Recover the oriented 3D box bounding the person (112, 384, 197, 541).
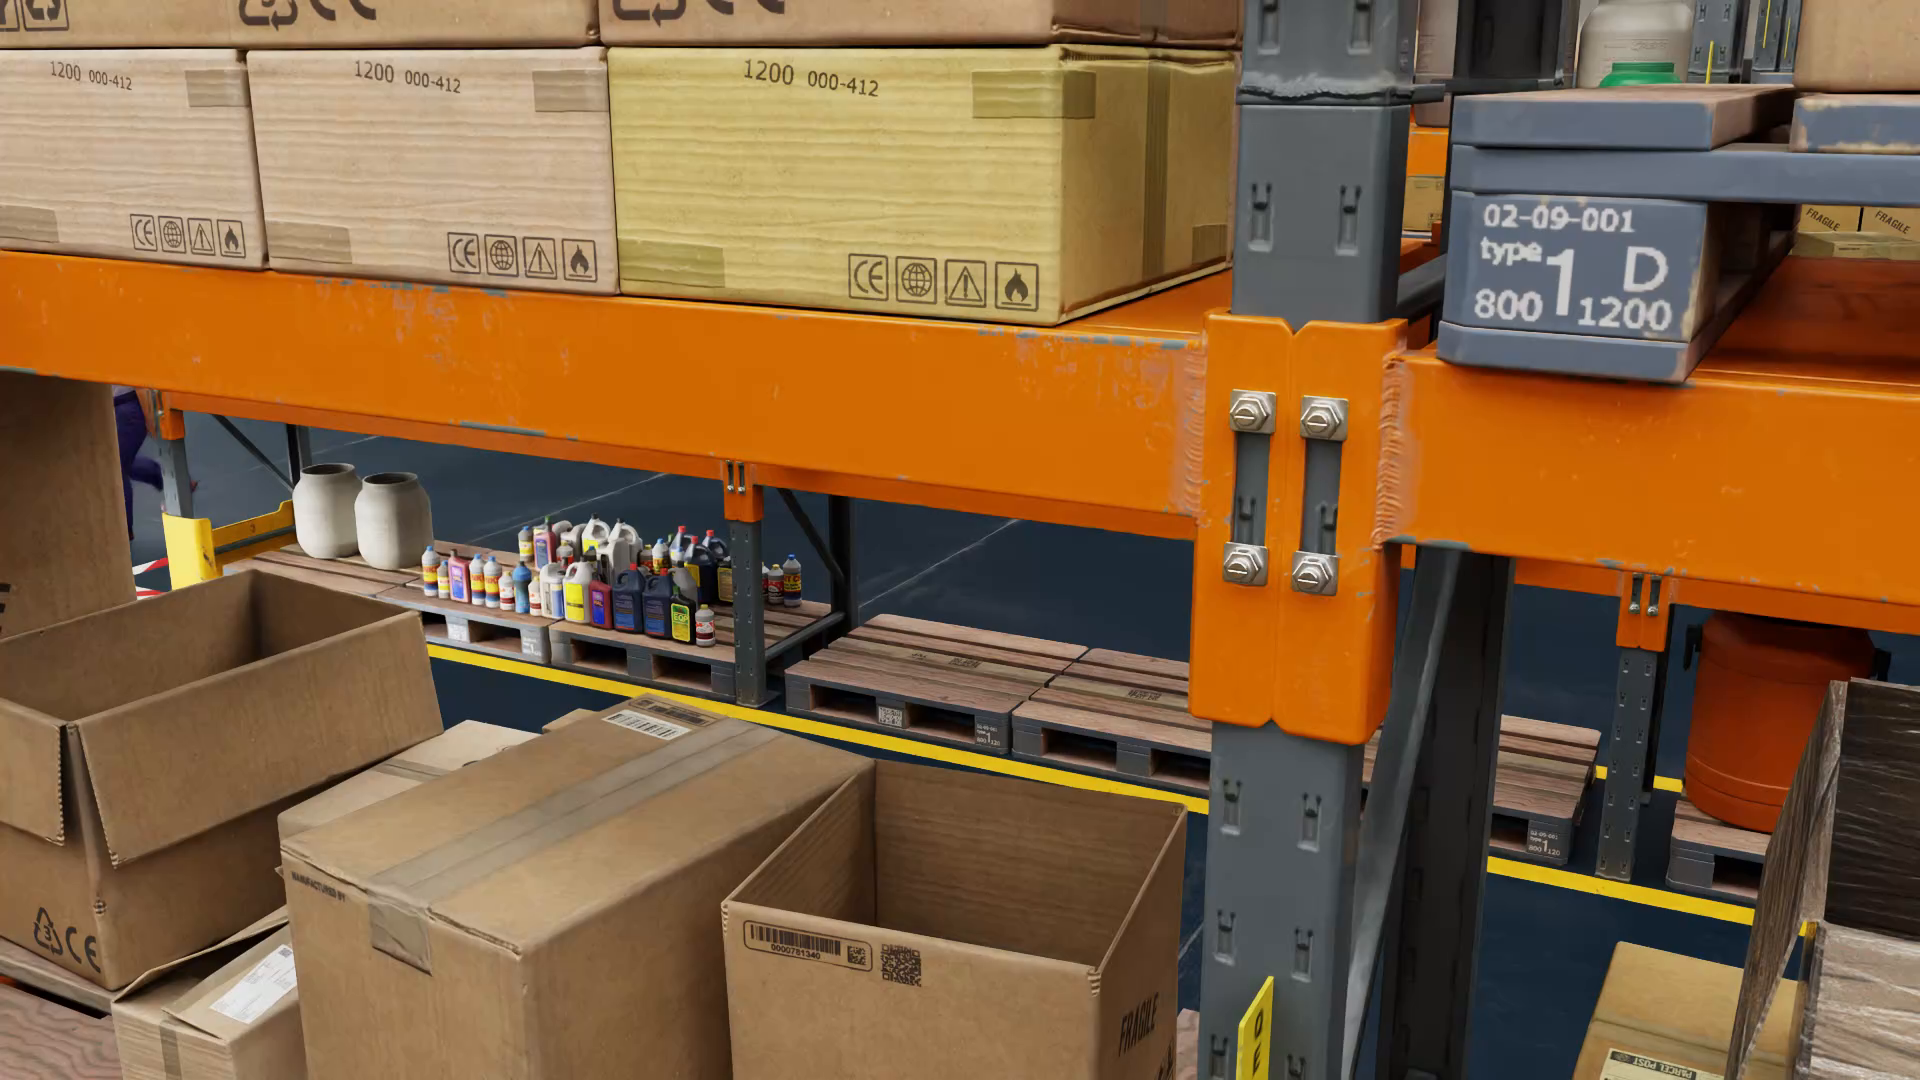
[{"bbox_3d":[-5.443,-0.827,10.923,0.545,1.621,0.836,14,21,40],"label":"person"}]
